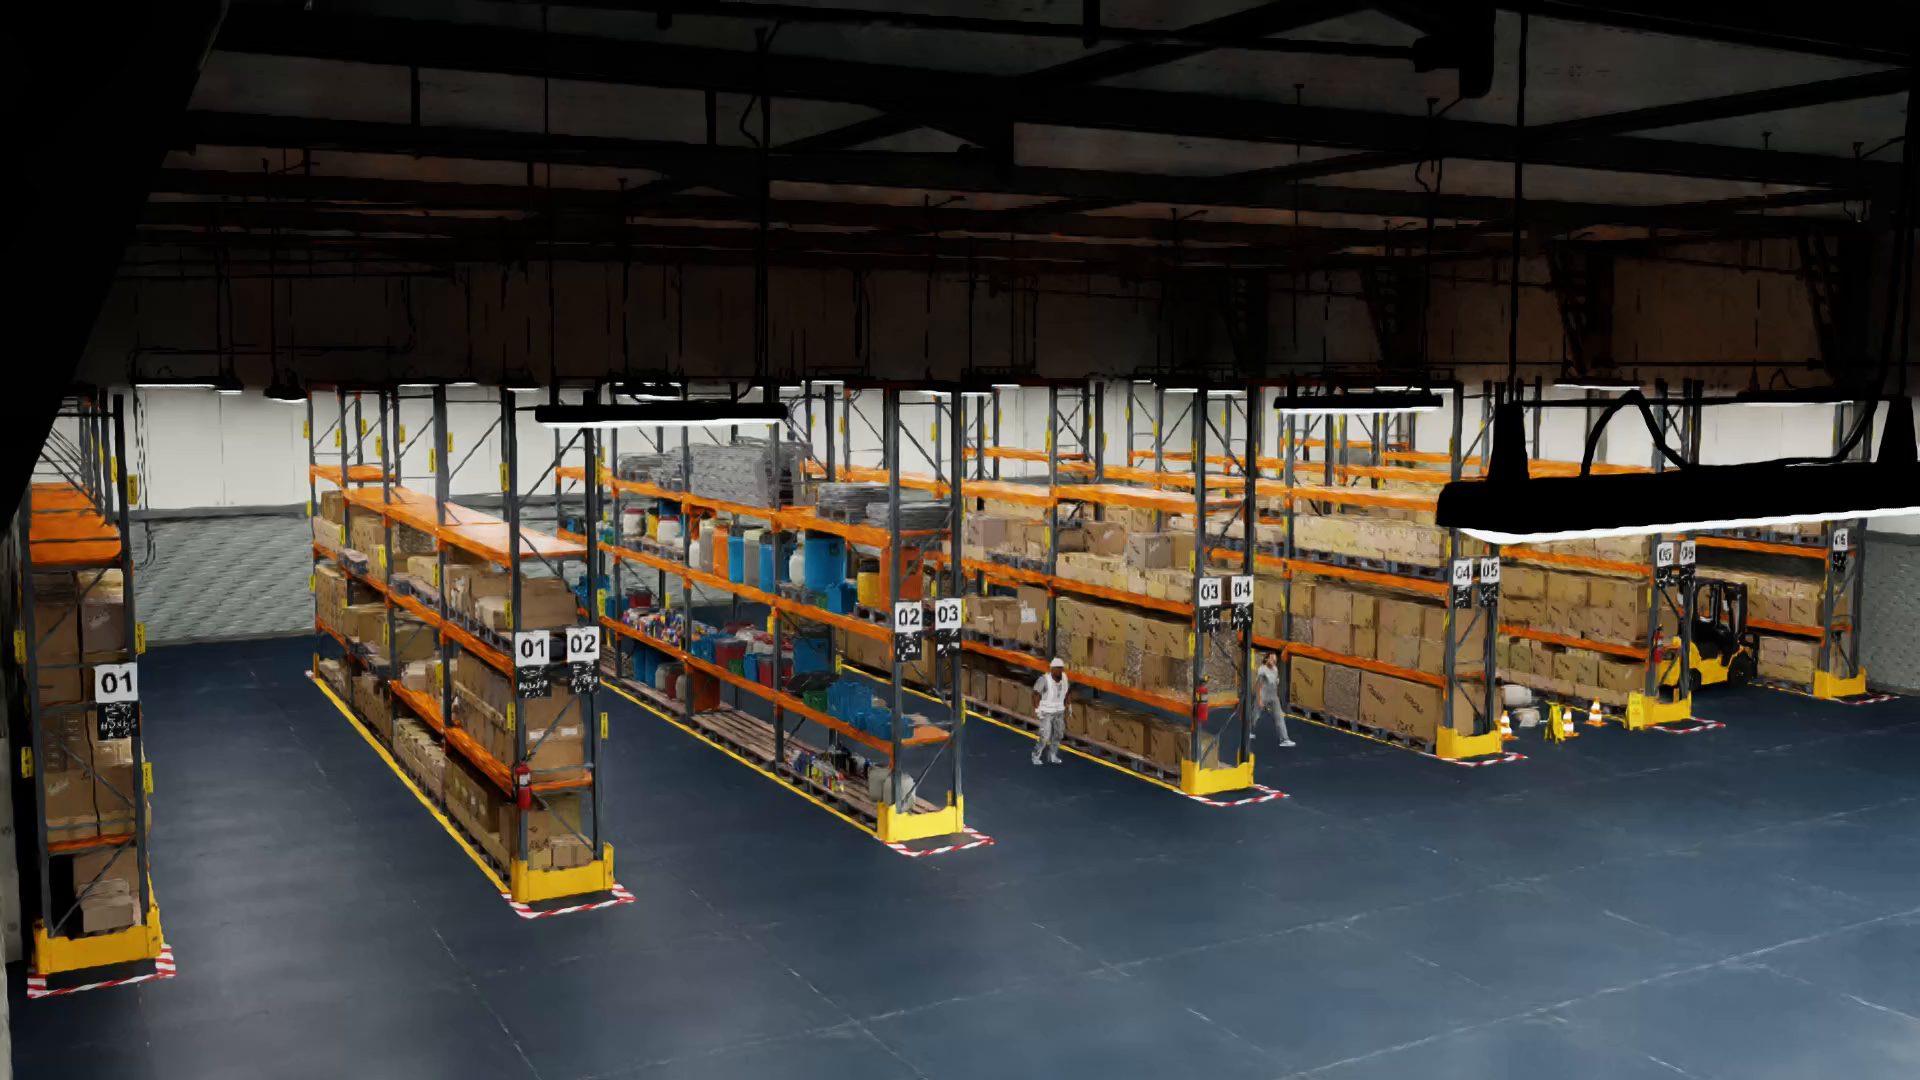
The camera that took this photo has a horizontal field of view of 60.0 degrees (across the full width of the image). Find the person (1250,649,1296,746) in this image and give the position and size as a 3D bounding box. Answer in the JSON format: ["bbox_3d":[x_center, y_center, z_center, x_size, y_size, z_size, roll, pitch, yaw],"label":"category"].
[{"bbox_3d":[5.101,2.599,27.592,0.446,1.578,1.110,-3,7,-27],"label":"person"}]

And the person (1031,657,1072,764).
[{"bbox_3d":[1.454,2.692,26.210,0.702,1.735,0.549,-4,7,-30],"label":"person"}]
